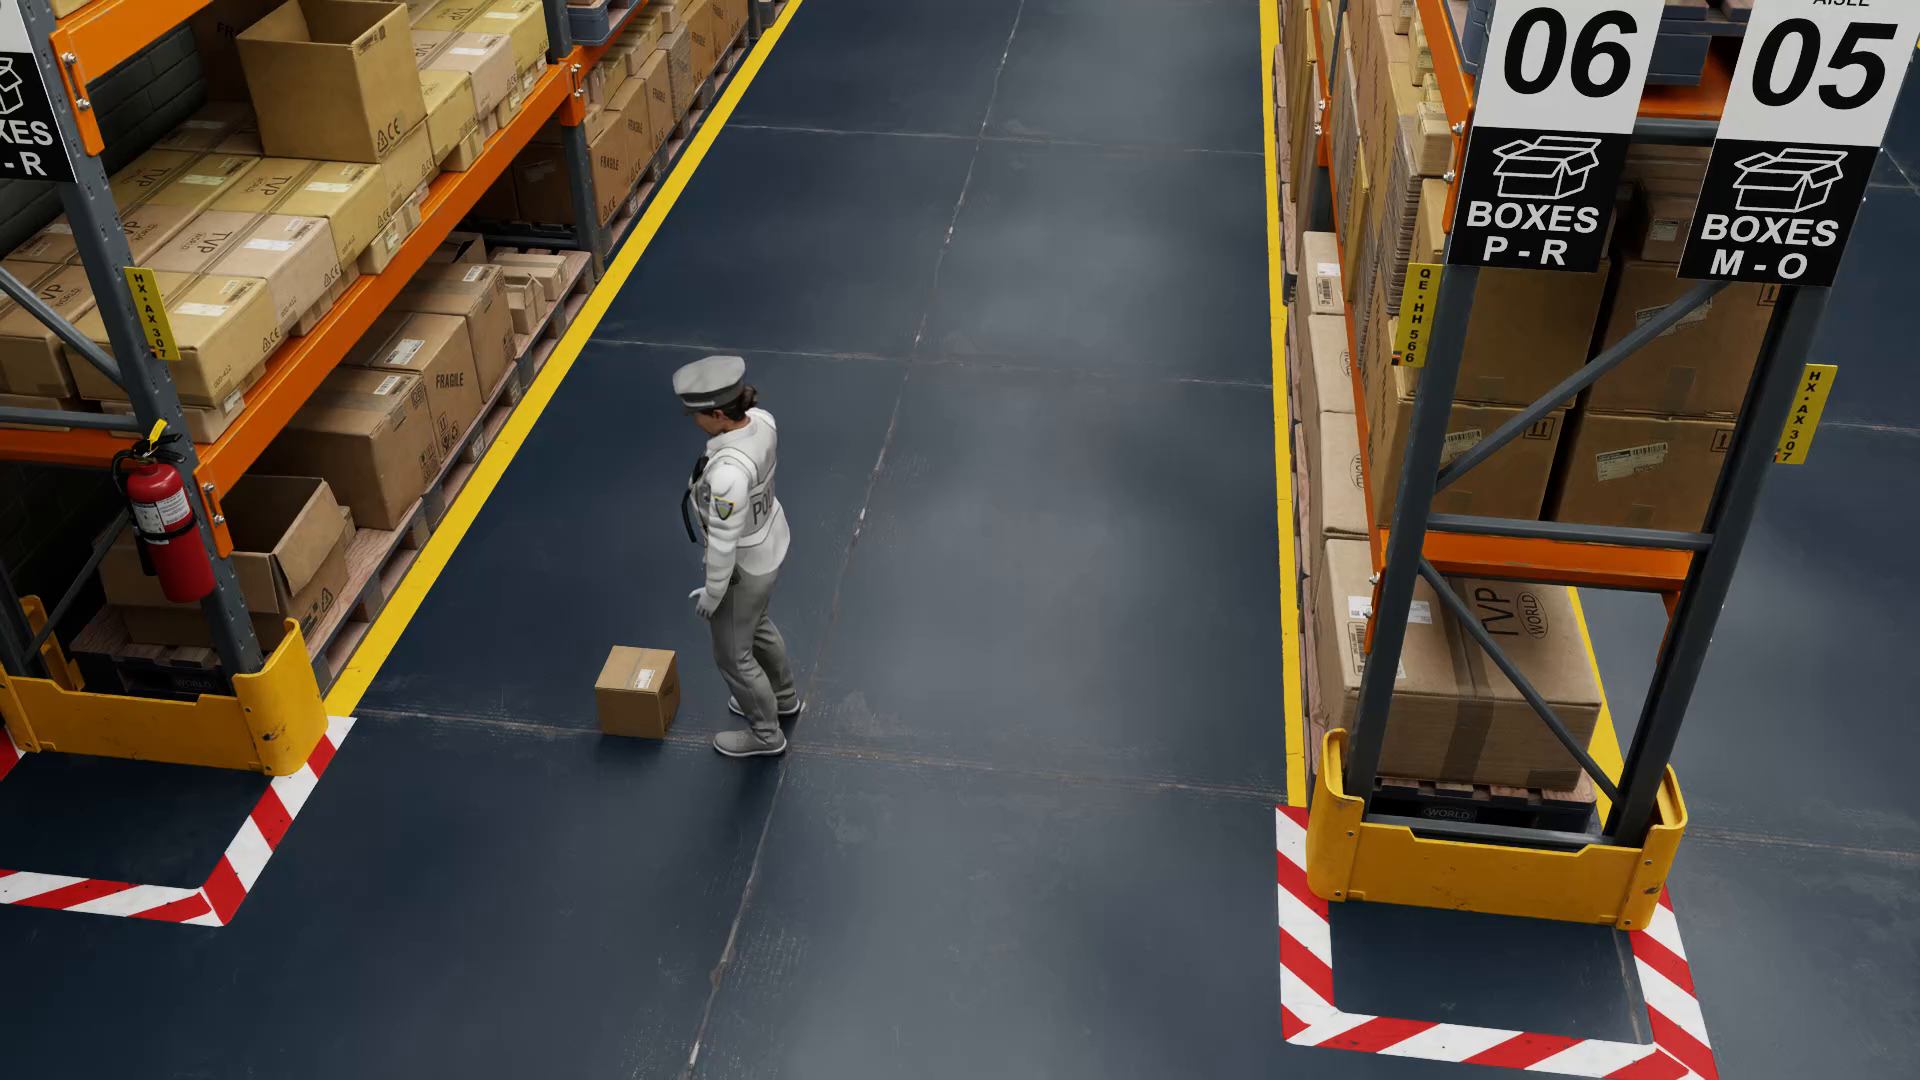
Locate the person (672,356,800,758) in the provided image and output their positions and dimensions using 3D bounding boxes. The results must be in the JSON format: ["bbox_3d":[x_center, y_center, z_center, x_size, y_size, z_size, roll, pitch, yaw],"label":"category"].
[{"bbox_3d":[-0.797,0.091,6.035,0.333,1.659,0.476,5,37,7],"label":"person"}]
